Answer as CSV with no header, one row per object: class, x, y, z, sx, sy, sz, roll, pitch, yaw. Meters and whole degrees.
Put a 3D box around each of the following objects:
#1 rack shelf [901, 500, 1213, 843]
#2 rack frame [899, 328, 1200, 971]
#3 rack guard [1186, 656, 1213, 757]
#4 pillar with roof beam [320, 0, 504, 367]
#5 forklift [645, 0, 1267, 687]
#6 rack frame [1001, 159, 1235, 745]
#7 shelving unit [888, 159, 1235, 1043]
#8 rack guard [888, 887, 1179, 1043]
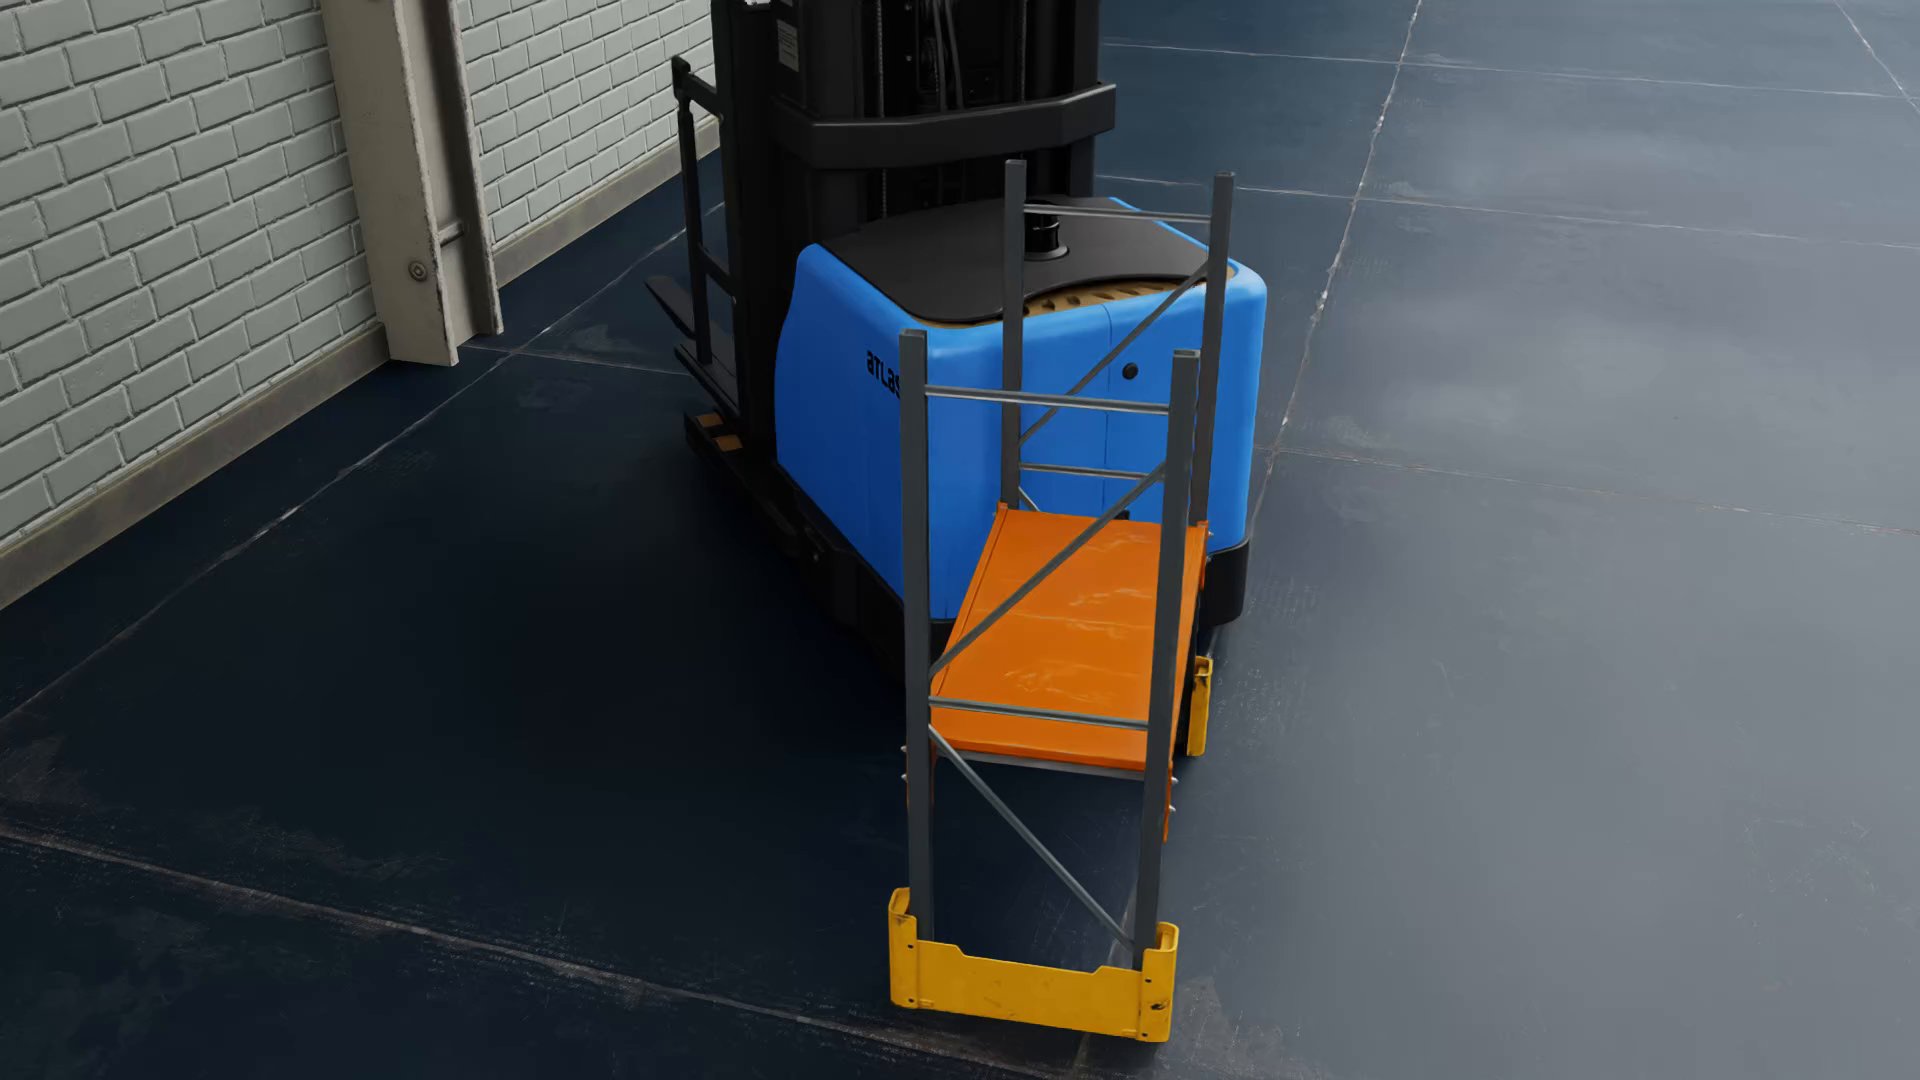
rack shelf,0.246,0.243,3.640,0.538,0.185,1.000,6,30,10
rack frame,0.146,0.328,3.117,0.500,1.500,0.032,6,30,10
rack guard,0.343,0.399,4.275,0.587,0.250,0.087,6,30,10
pillar with roof beam,2.051,-4.106,3.374,9.100,9.000,0.400,8,30,15
forklift,-0.295,-1.554,5.028,1.130,2.935,3.031,-13,32,-23
rack frame,0.347,-0.156,3.988,0.500,1.500,0.032,6,30,10
shelving unit,0.244,0.090,3.545,0.587,1.500,1.083,6,30,10
rack guard,0.146,0.874,3.422,0.587,0.250,0.087,6,30,10
